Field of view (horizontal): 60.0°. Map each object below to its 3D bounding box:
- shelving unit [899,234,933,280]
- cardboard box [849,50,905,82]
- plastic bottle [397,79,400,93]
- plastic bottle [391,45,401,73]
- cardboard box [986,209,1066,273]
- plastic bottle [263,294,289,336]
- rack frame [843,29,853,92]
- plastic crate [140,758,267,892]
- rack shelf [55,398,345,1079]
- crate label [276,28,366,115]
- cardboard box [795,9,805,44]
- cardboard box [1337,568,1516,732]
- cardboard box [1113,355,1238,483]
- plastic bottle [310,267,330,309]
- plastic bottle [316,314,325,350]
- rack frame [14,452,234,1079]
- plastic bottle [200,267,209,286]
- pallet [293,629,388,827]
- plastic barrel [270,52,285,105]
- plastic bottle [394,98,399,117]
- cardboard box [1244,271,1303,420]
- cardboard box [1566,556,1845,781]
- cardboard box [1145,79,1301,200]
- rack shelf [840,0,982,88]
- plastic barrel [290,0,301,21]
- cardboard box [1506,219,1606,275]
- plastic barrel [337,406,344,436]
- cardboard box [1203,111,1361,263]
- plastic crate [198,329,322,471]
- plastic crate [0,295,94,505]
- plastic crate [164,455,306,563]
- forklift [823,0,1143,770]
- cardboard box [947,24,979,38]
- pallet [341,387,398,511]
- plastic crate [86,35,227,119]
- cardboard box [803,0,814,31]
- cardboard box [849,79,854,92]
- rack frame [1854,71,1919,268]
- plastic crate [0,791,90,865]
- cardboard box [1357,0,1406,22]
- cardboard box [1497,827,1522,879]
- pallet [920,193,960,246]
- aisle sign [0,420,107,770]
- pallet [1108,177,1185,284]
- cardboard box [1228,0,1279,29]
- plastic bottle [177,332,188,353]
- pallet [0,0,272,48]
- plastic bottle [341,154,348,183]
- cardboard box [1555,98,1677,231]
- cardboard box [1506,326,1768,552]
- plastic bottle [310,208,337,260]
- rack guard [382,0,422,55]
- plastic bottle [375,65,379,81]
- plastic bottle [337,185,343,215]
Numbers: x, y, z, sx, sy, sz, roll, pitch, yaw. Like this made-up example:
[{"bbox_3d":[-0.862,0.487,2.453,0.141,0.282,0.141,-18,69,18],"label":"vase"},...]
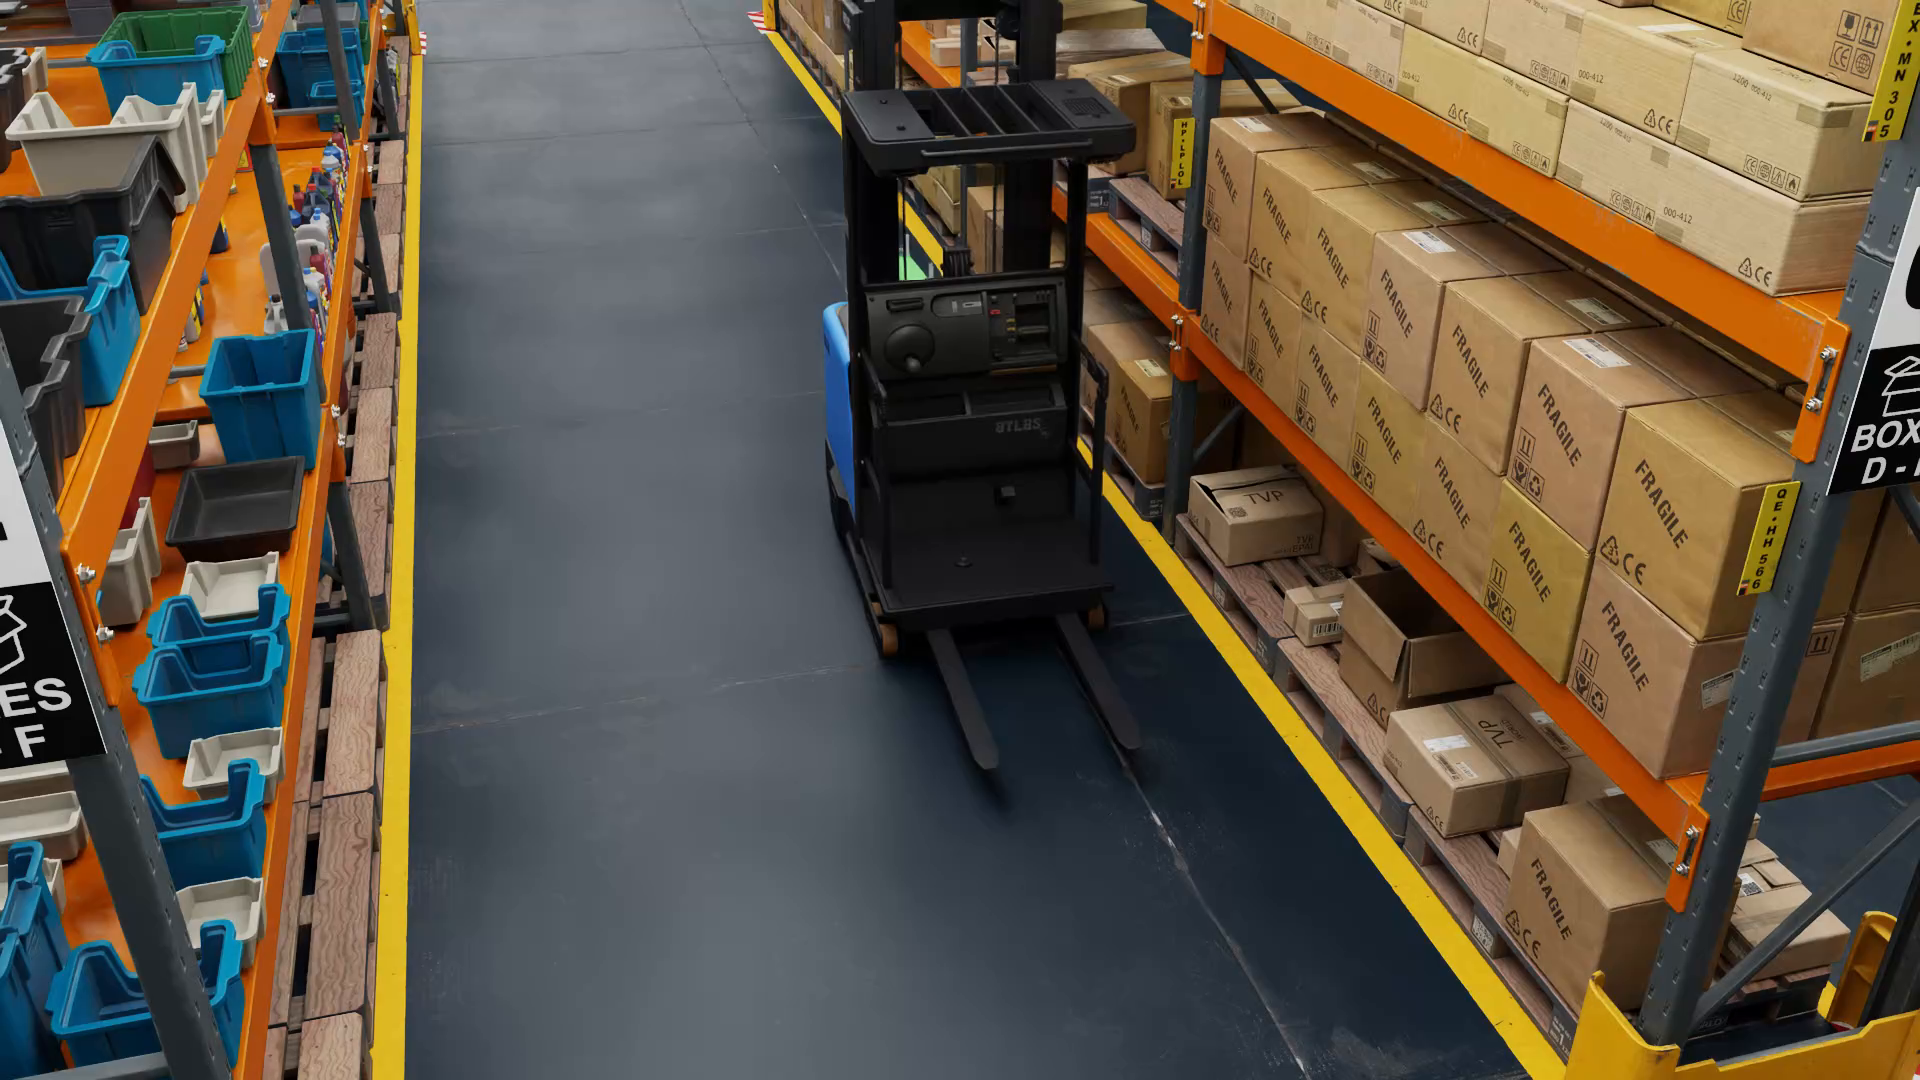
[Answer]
[{"bbox_3d":[-0.329,-1.055,9.369,0.258,1.200,0.503,-9,30,-15],"label":"shelving unit"},{"bbox_3d":[-0.691,-4.225,14.820,0.500,0.311,0.500,-8,31,-13],"label":"cardboard box"},{"bbox_3d":[-5.254,-4.221,15.403,0.097,0.201,0.097,0,30,0],"label":"plastic bottle"},{"bbox_3d":[-5.441,-4.630,16.027,0.061,0.283,0.133,-7,31,-12],"label":"plastic bottle"},{"bbox_3d":[0.490,-1.890,11.076,0.500,0.500,0.500,-9,31,-15],"label":"cardboard box"},{"bbox_3d":[-3.006,-0.914,7.383,0.144,0.351,0.185,-8,31,-13],"label":"plastic bottle"},{"bbox_3d":[-0.561,-5.223,14.779,1.000,3.000,0.127,-8,31,-13],"label":"rack frame"},{"bbox_3d":[-2.075,0.795,4.489,0.416,0.233,0.300,-8,31,-13],"label":"plastic crate"},{"bbox_3d":[-2.683,0.575,5.480,1.077,0.370,4.000,-8,31,-13],"label":"rack shelf"},{"bbox_3d":[-4.279,-3.165,11.189,0.502,0.435,0.616,-8,31,-13],"label":"crate label"},{"bbox_3d":[-1.426,-5.375,17.368,0.500,0.250,0.500,-8,31,-13],"label":"cardboard box"},{"bbox_3d":[2.066,0.438,7.052,0.797,0.503,0.637,-8,31,-13],"label":"cardboard box"},{"bbox_3d":[1.155,-0.668,8.966,0.500,0.500,0.500,-8,31,-14],"label":"cardboard box"},{"bbox_3d":[-3.123,-1.221,8.063,0.097,0.201,0.097,0,30,0],"label":"plastic bottle"},{"bbox_3d":[-2.984,-0.968,7.626,0.097,0.201,0.097,0,30,0],"label":"plastic bottle"},{"bbox_3d":[-2.153,1.230,3.631,1.000,3.000,0.127,-8,31,-13],"label":"rack frame"},{"bbox_3d":[-3.843,-1.417,8.331,0.097,0.271,0.097,0,30,0],"label":"plastic bottle"},{"bbox_3d":[-2.982,0.855,7.063,1.003,0.211,1.213,-8,31,-13],"label":"pallet"},{"bbox_3d":[-4.755,-3.151,11.088,0.421,0.512,0.421,0,30,0],"label":"plastic barrel"},{"bbox_3d":[-5.054,-3.856,14.771,0.097,0.201,0.097,0,30,0],"label":"plastic bottle"},{"bbox_3d":[1.574,-0.873,7.164,0.500,0.500,0.500,-7,31,-12],"label":"cardboard box"},{"bbox_3d":[2.243,0.349,5.052,0.500,0.500,0.500,-7,31,-12],"label":"cardboard box"},{"bbox_3d":[1.409,-2.166,8.979,0.700,0.500,0.500,-3,30,-5],"label":"cardboard box"},{"bbox_3d":[-0.030,-3.946,13.290,1.077,0.370,4.000,-8,31,-13],"label":"rack shelf"},{"bbox_3d":[-5.295,-4.134,12.762,0.433,0.535,0.433,0,30,0],"label":"plastic barrel"},{"bbox_3d":[2.351,-0.892,6.198,0.500,0.500,0.500,-8,31,-14],"label":"cardboard box"},{"bbox_3d":[-3.594,-0.699,9.027,0.421,0.512,0.421,0,30,0],"label":"plastic barrel"},{"bbox_3d":[1.416,-1.570,7.370,0.500,0.500,0.500,-7,31,-12],"label":"cardboard box"},{"bbox_3d":[-2.762,-0.541,6.647,0.392,0.384,0.575,-8,31,-13],"label":"plastic crate"},{"bbox_3d":[-1.986,-0.235,3.298,0.497,0.269,0.590,-8,31,-13],"label":"plastic crate"},{"bbox_3d":[-2.658,-0.104,6.151,0.437,0.125,0.590,-8,31,-13],"label":"plastic crate"},{"bbox_3d":[0.087,-0.926,7.424,1.130,2.935,3.031,-6,31,-11],"label":"forklift"},{"bbox_3d":[0.108,-3.791,12.556,0.380,0.149,0.250,-6,31,-10],"label":"cardboard box"},{"bbox_3d":[-3.706,-0.464,9.341,1.003,0.211,1.213,-8,31,-13],"label":"pallet"},{"bbox_3d":[-2.665,-1.531,5.573,0.416,0.233,0.300,-8,31,-13],"label":"plastic crate"},{"bbox_3d":[-1.299,-5.458,16.762,0.500,0.500,0.500,-8,31,-13],"label":"cardboard box"},{"bbox_3d":[-0.693,-3.987,14.969,0.500,0.250,0.500,-9,31,-14],"label":"cardboard box"},{"bbox_3d":[2.624,-2.024,3.263,1.000,3.000,0.127,-8,31,-13],"label":"rack frame"},{"bbox_3d":[-2.607,0.806,4.566,0.396,0.136,0.243,-8,31,-13],"label":"plastic crate"},{"bbox_3d":[1.708,-2.057,5.965,0.500,0.250,0.500,-8,31,-13],"label":"cardboard box"},{"bbox_3d":[2.222,1.171,6.121,0.380,0.166,0.250,-8,31,-13],"label":"cardboard box"},{"bbox_3d":[0.320,-2.487,12.836,1.003,0.211,1.213,-8,31,-13],"label":"pallet"},{"bbox_3d":[-1.847,0.100,2.988,0.394,0.787,0.004,-8,31,-13],"label":"aisle sign"},{"bbox_3d":[1.456,-1.676,8.844,1.003,0.211,1.213,-8,31,-13],"label":"pallet"},{"bbox_3d":[1.453,-2.325,6.927,0.500,0.250,0.500,-8,31,-13],"label":"cardboard box"},{"bbox_3d":[-3.612,-0.966,7.622,0.097,0.201,0.097,0,30,0],"label":"plastic bottle"},{"bbox_3d":[-3.517,-2.284,6.896,1.213,0.211,1.003,-8,31,-13],"label":"pallet"},{"bbox_3d":[-3.657,-2.193,9.743,0.097,0.201,0.097,0,30,0],"label":"plastic bottle"},{"bbox_3d":[2.111,-1.116,4.840,0.500,0.250,0.500,-8,31,-13],"label":"cardboard box"},{"bbox_3d":[2.106,-0.325,5.220,0.500,0.500,0.500,-7,31,-12],"label":"cardboard box"},{"bbox_3d":[-3.307,-1.587,8.625,0.097,0.271,0.097,0,30,0],"label":"plastic bottle"},{"bbox_3d":[-6.334,-5.386,17.556,1.175,0.500,0.348,-8,31,-13],"label":"rack guard"},{"bbox_3d":[-5.451,-4.287,15.443,0.152,0.276,0.135,-8,31,-13],"label":"plastic bottle"},{"bbox_3d":[-3.502,-1.911,9.255,0.097,0.201,0.097,0,30,0],"label":"plastic bottle"}]
